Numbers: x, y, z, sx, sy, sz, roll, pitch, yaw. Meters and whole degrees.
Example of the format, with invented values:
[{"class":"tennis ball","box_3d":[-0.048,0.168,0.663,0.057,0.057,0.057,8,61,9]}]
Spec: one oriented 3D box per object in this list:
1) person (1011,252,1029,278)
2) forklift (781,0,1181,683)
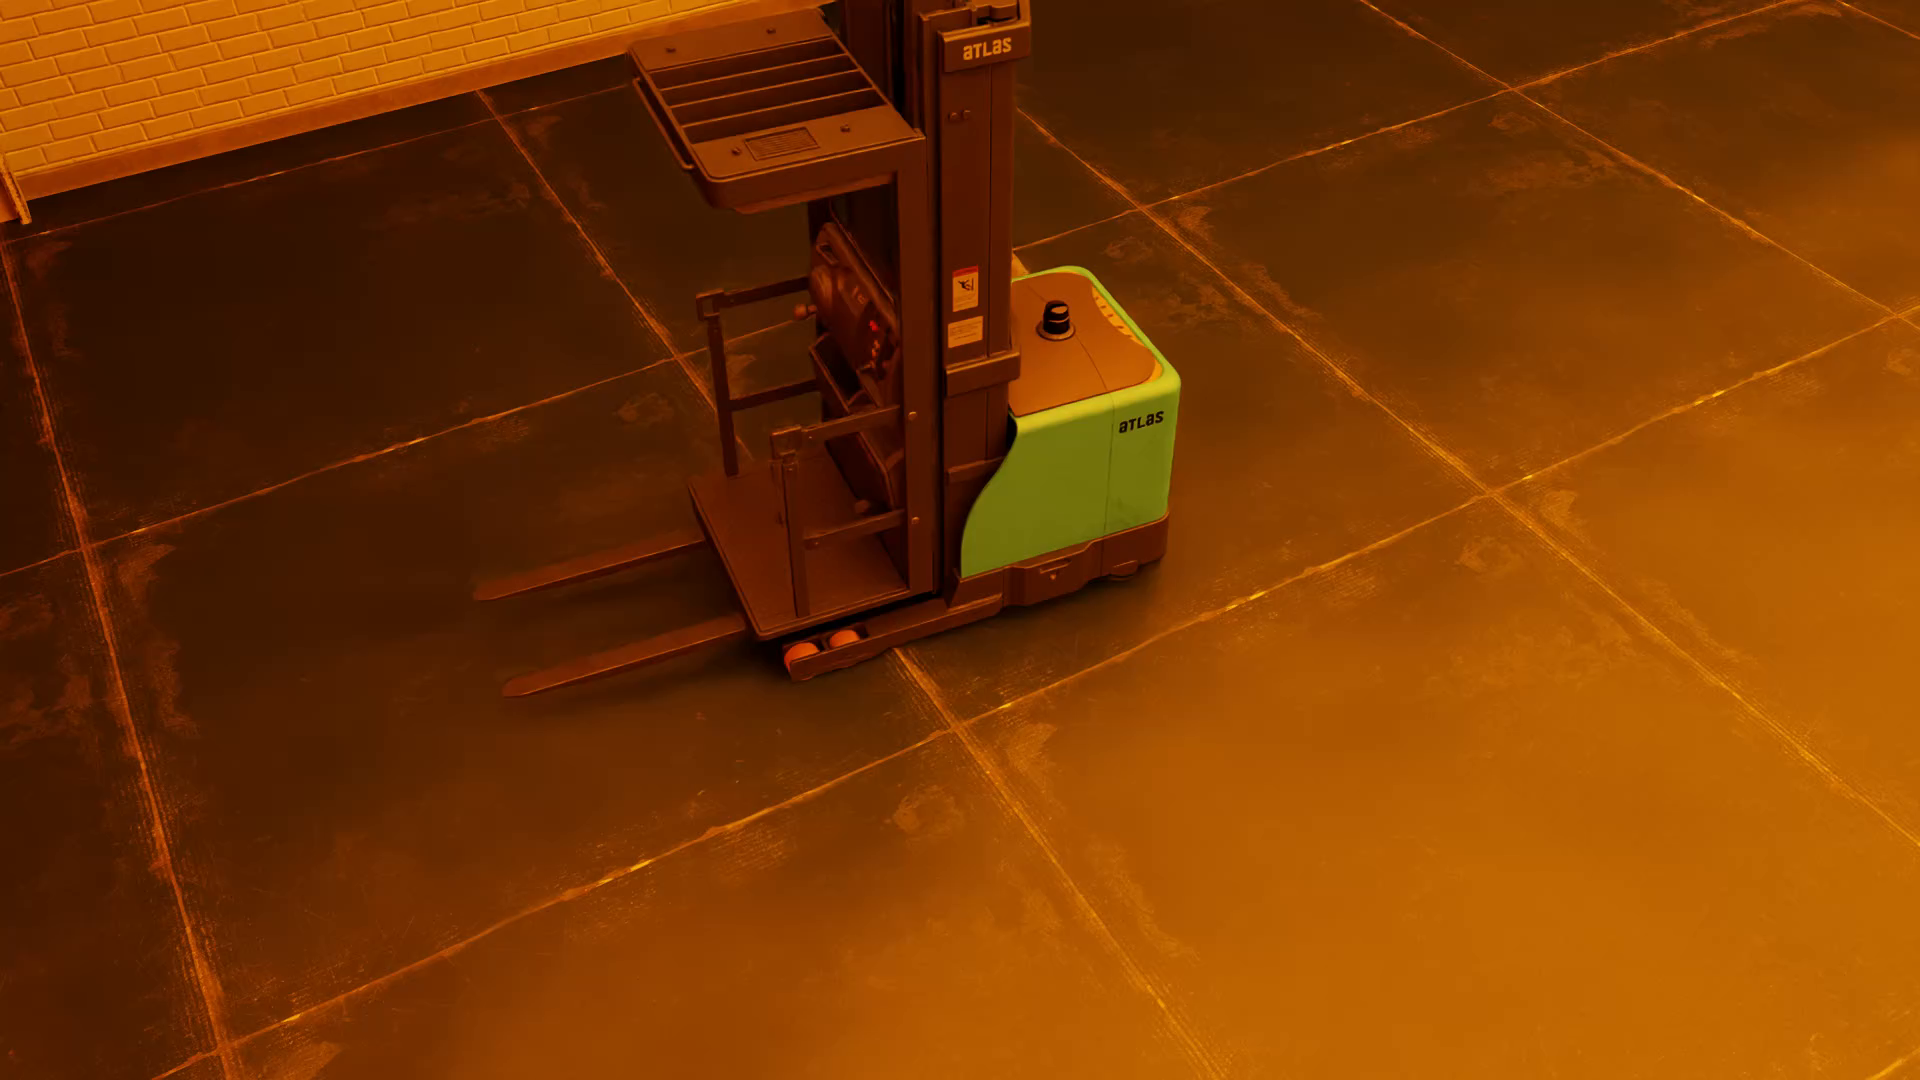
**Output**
[{"class":"person","box_3d":[-0.002,-1.696,8.625,0.793,1.523,0.927,-4,43,-5]},{"class":"forklift","box_3d":[-0.612,-0.878,6.644,3.031,2.935,1.130,-16,45,-17]}]
